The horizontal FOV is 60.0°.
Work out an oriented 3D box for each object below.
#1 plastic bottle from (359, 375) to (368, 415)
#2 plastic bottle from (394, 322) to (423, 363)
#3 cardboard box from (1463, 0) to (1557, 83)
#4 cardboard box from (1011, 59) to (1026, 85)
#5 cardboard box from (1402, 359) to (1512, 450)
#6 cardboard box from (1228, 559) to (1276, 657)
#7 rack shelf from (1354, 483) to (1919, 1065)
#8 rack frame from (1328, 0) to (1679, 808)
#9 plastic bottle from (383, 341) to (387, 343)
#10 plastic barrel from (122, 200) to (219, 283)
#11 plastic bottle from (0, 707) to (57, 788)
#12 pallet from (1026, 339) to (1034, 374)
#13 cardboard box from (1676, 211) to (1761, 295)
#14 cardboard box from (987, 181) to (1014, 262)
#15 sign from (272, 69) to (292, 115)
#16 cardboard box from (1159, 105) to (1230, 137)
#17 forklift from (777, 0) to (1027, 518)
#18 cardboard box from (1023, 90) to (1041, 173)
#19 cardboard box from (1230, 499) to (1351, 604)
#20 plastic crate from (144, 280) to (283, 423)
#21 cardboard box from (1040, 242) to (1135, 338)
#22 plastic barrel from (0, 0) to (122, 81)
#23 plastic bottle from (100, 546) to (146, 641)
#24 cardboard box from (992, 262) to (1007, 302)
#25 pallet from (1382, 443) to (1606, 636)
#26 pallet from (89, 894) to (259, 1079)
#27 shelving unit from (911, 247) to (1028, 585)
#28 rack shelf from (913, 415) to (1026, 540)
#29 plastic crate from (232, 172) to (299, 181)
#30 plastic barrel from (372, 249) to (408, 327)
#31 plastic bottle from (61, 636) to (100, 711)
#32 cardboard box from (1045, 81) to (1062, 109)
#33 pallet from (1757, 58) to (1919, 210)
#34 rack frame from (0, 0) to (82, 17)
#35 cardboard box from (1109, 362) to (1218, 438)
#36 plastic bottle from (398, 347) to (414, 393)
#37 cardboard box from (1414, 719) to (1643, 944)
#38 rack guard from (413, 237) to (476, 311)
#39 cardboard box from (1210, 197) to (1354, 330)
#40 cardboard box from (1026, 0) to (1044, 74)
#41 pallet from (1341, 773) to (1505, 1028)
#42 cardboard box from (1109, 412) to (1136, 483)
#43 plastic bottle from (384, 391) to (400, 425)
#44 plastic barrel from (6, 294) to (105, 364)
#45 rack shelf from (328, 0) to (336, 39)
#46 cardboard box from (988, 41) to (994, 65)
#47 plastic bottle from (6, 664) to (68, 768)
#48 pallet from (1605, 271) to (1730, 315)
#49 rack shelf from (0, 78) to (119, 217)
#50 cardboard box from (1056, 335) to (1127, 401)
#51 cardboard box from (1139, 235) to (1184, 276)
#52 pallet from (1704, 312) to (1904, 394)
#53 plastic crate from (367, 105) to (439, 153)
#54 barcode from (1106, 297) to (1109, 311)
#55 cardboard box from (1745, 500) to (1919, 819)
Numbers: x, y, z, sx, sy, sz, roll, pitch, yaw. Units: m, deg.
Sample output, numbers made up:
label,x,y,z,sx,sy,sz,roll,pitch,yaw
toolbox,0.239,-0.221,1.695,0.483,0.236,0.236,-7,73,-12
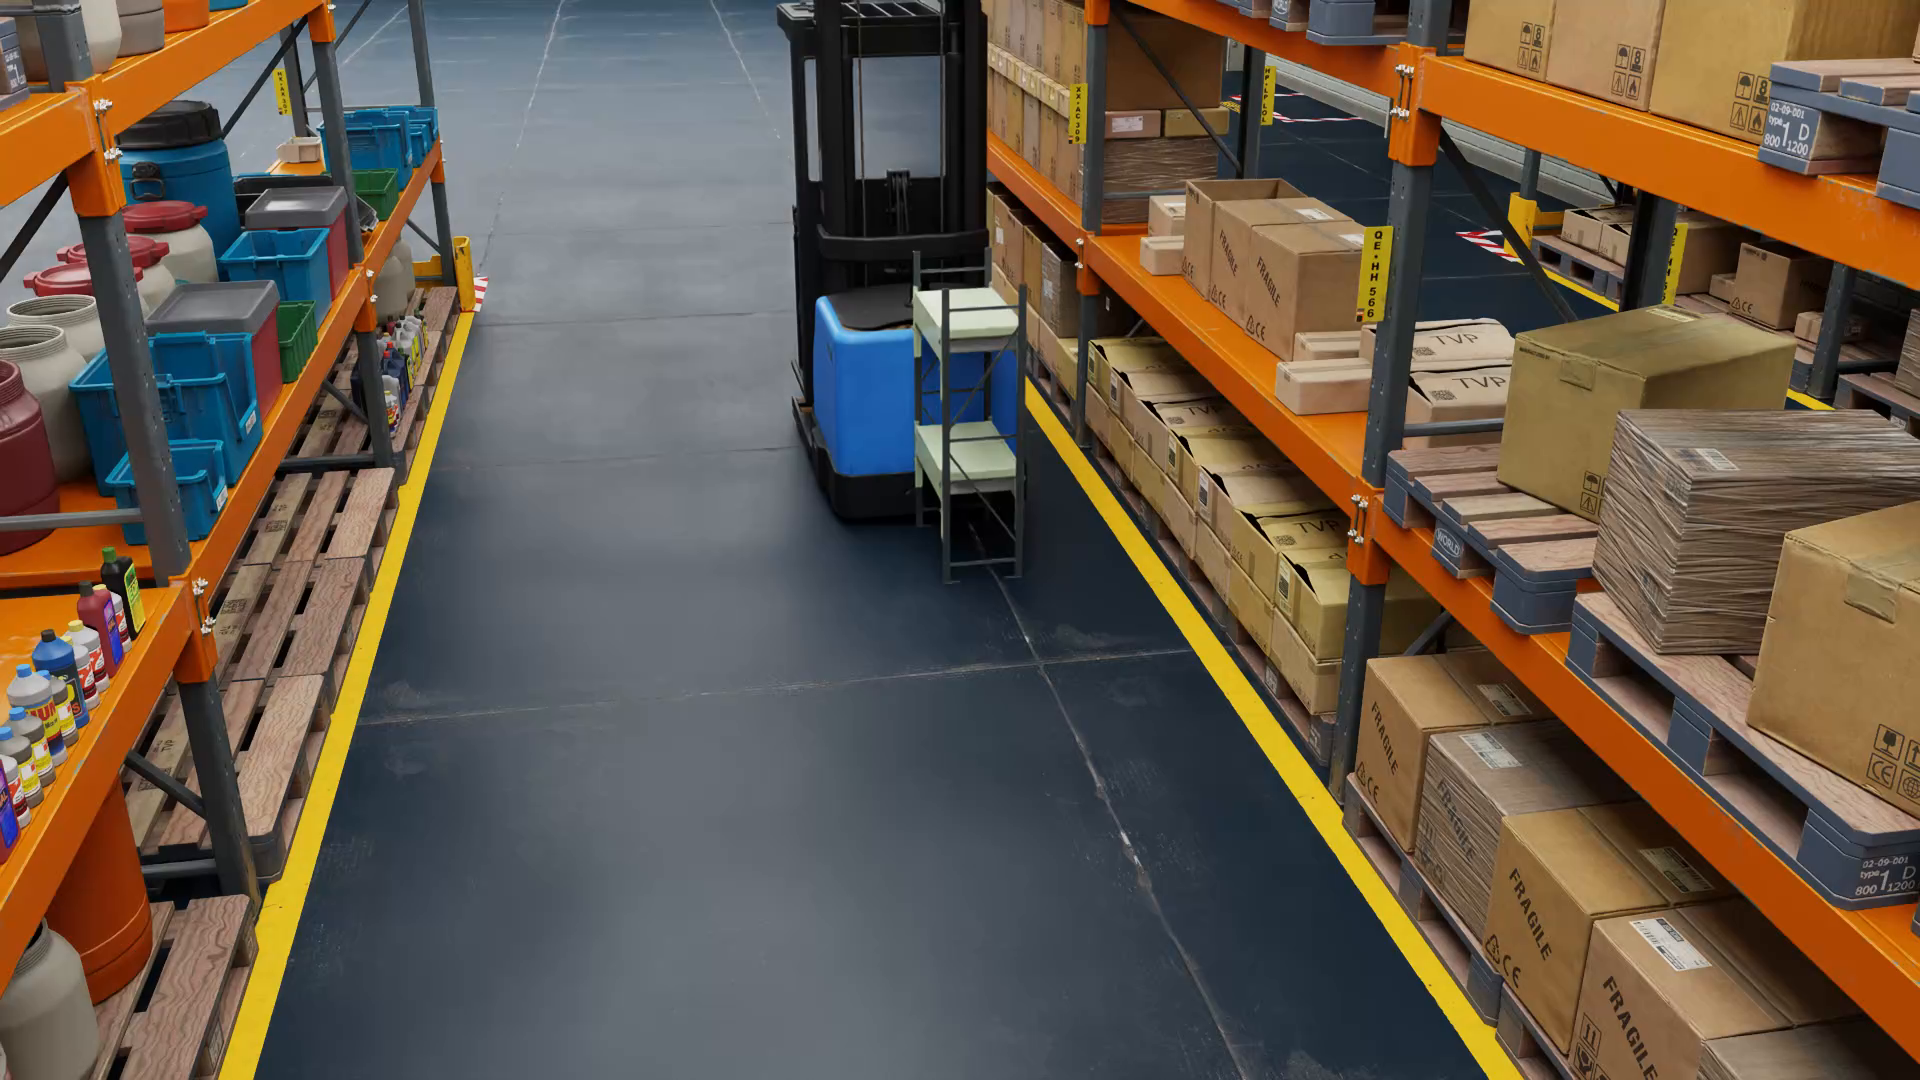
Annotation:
label,x,y,z,sx,sy,sz,roll,pitch,yaw
plastic bottle,-3.487,-0.845,9.782,0.061,0.283,0.133,-4,24,-10
plastic bottle,-3.591,-1.295,10.820,0.152,0.276,0.135,-5,24,-11
cardboard box,2.055,-1.657,4.923,0.910,0.500,0.500,-4,24,-10
cardboard box,0.563,-3.219,11.436,0.380,0.149,0.250,-5,24,-10
cardboard box,1.916,-0.511,6.283,0.500,0.311,0.500,-3,24,-6
cardboard box,1.505,0.271,7.293,0.500,0.250,0.500,-5,24,-10
rack shelf,2.311,0.711,4.273,1.077,0.370,4.000,-4,24,-10
rack frame,1.941,-0.405,5.931,1.000,3.000,0.127,-4,24,-10
plastic bottle,-3.667,-1.170,10.627,0.097,0.201,0.097,0,24,0
plastic barrel,-3.706,-1.283,7.771,0.433,0.535,0.433,0,24,0
plastic bottle,-2.298,0.507,4.089,0.097,0.201,0.097,0,24,0
pallet,0.866,-1.498,11.916,1.003,0.211,1.213,-4,24,-10
cardboard box,5.560,-2.181,12.570,0.700,0.500,0.500,-6,24,-13
cardboard box,0.436,-2.404,12.481,0.500,0.500,0.500,-4,24,-10
sign,-4.949,-3.275,12.155,0.100,0.325,0.005,-4,24,-10
cardboard box,1.342,-2.442,9.658,0.380,0.149,0.250,-4,24,-10
forklift,-0.439,-2.021,9.715,1.130,2.935,3.031,-5,24,-11
cardboard box,0.824,-2.805,11.299,0.700,0.500,0.500,-4,24,-8
cardboard box,1.499,0.013,7.182,0.500,0.311,0.500,-5,24,-11
plastic crate,-2.926,-0.728,6.589,0.402,0.464,0.583,-4,24,-10
cardboard box,0.820,-1.619,10.682,0.500,0.500,0.500,-4,24,-10
plastic barrel,-2.684,-1.611,4.804,0.421,0.512,0.421,0,24,0
plastic bottle,-2.434,0.141,4.826,0.061,0.283,0.133,-4,24,-10
cardboard box,0.530,-1.864,12.181,0.500,0.250,0.500,-4,24,-10
pallet,2.135,-0.056,5.370,1.213,0.211,1.003,-4,24,-10
pallet,-2.741,1.545,4.950,1.003,0.211,1.213,-4,24,-10
shelving unit,0.038,-0.627,8.311,0.431,1.500,0.755,-5,24,-11
rack shelf,0.038,-0.328,8.441,0.431,0.370,0.720,-5,24,-11
plastic crate,-4.139,-1.961,9.678,0.499,0.251,0.616,-4,24,-10
plastic barrel,-4.118,-1.789,11.682,0.421,0.512,0.421,0,24,0
plastic bottle,-2.370,0.354,4.440,0.097,0.201,0.097,0,24,0
cardboard box,0.754,-2.813,10.509,0.380,0.149,0.250,-4,24,-10
pallet,2.434,-0.790,3.298,1.213,0.211,1.003,-4,24,-10
rack frame,-2.928,-2.790,3.894,1.000,3.000,0.127,-4,24,-10
cardboard box,1.120,-0.790,9.021,0.500,0.311,0.500,-5,24,-10
plastic bottle,-3.433,-1.061,10.276,0.061,0.283,0.133,-3,24,-7
cardboard box,1.846,0.944,5.414,0.500,0.500,0.500,-5,24,-12
rack guard,-4.347,-2.015,12.739,1.175,0.500,0.348,-4,24,-10
cardboard box,1.517,-1.317,7.893,0.500,0.500,0.500,-4,24,-10
cardboard box,0.834,-3.385,11.008,0.700,0.500,0.500,-4,24,-10
pallet,2.042,1.169,5.810,1.003,0.211,1.213,-4,24,-10
cardboard box,1.125,-0.533,9.134,0.500,0.250,0.500,-4,24,-8
plastic bottle,-3.333,-0.771,9.714,0.097,0.201,0.097,0,24,0
plastic barrel,-3.406,-0.646,6.342,0.421,0.512,0.421,0,24,0
rack shelf,-4.037,-3.445,10.042,1.077,0.370,4.000,-4,24,-10
cardboard box,0.374,-3.621,12.358,0.380,0.149,0.250,-5,24,-11
plastic bottle,-2.316,0.437,4.163,0.097,0.271,0.097,0,24,0
pallet,5.681,-1.811,12.634,1.003,0.211,1.213,-4,24,-10
rack shelf,-2.558,-0.299,2.837,1.077,0.370,4.000,-4,24,-10
cardboard box,0.901,-1.077,10.380,0.500,0.250,0.500,-4,24,-10
cardboard box,1.164,-1.500,8.751,0.380,0.149,0.250,-4,24,-10
pallet,5.910,-1.331,11.533,1.003,0.211,1.213,-4,24,-10
plastic crate,-4.021,-2.944,11.929,0.499,0.251,0.616,-4,24,-10
barcode,0.839,-1.344,9.453,0.001,0.075,0.075,-4,24,-10
cardboard box,2.293,0.239,3.805,0.700,0.500,0.500,-11,26,-23
